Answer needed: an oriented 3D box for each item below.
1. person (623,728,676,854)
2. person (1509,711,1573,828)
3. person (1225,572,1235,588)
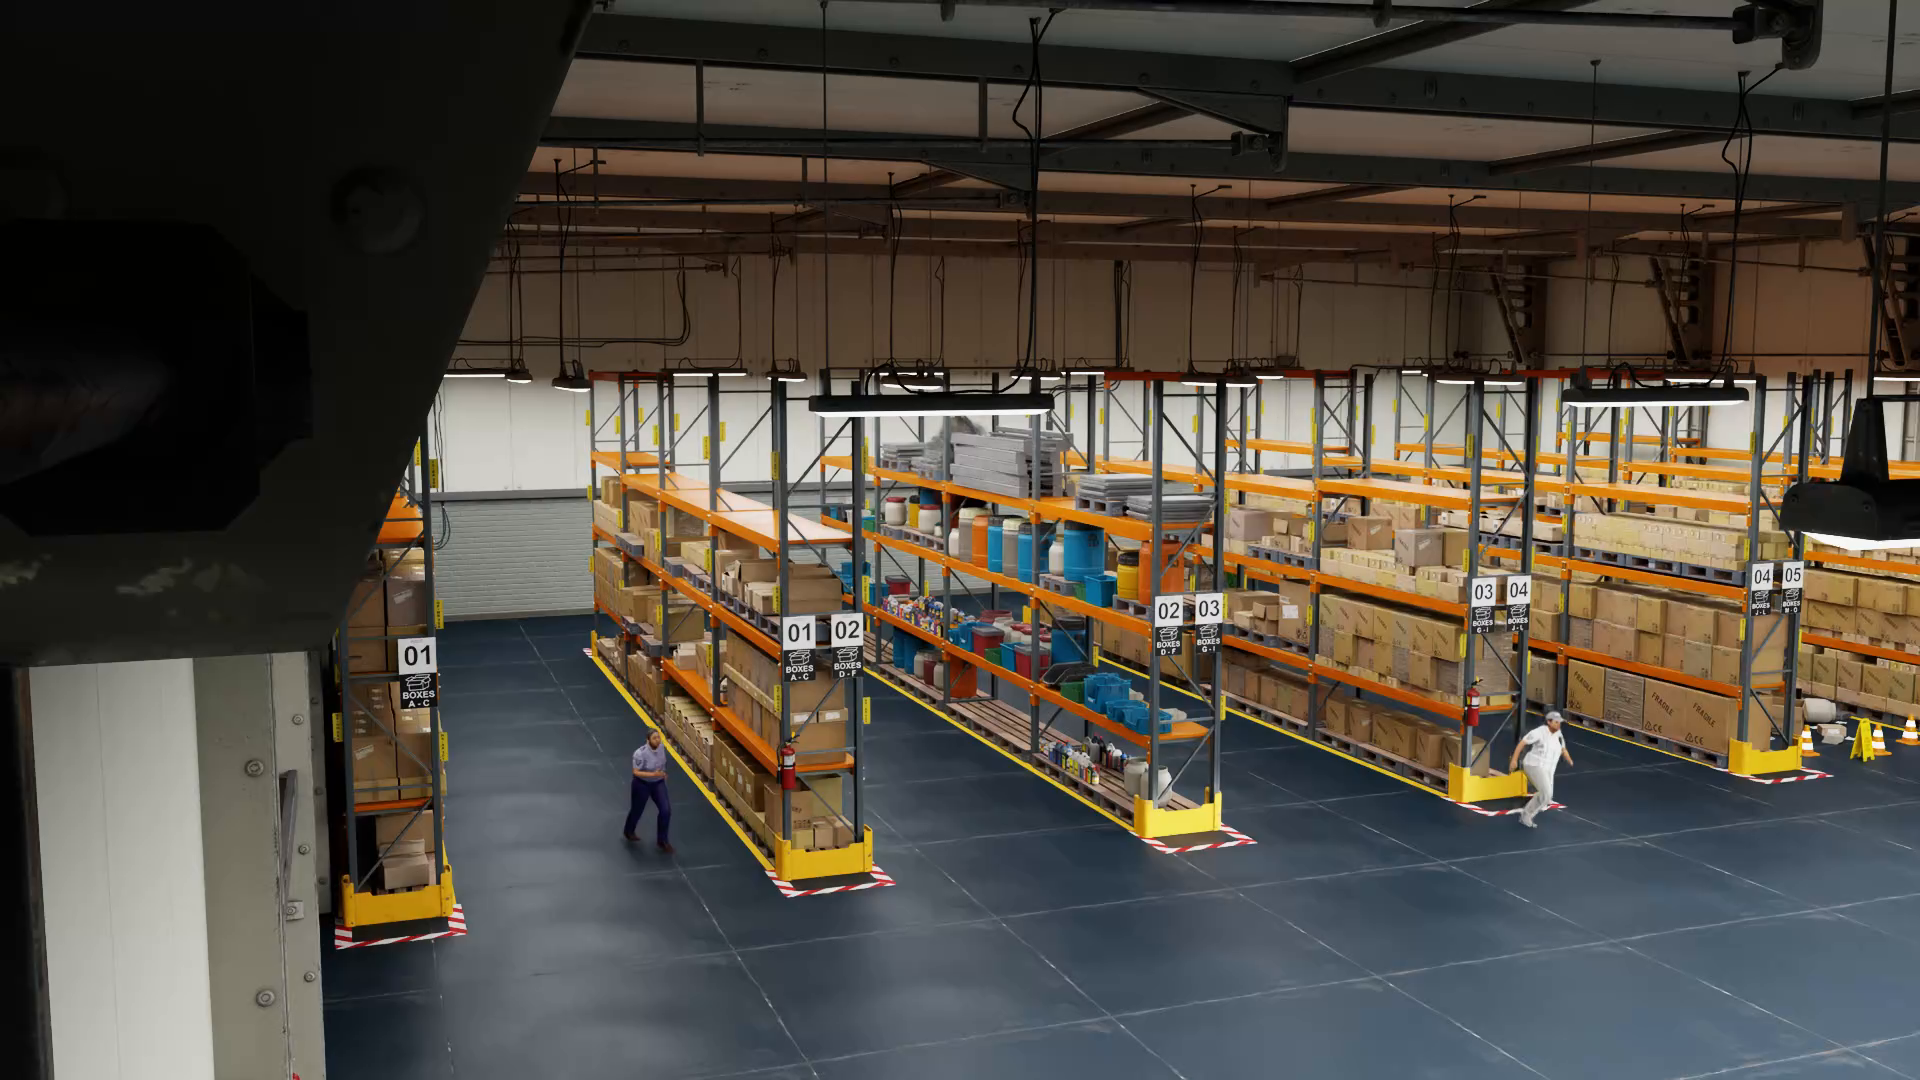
[{"bbox_3d":[-3.990,3.170,21.262,0.602,1.629,0.947,-5,8,-40],"label":"person"},{"bbox_3d":[7.864,3.098,22.306,0.774,1.586,0.634,-5,8,-37],"label":"person"},{"bbox_3d":[6.795,0.732,42.293,0.634,1.838,0.765,5,8,35],"label":"person"}]
